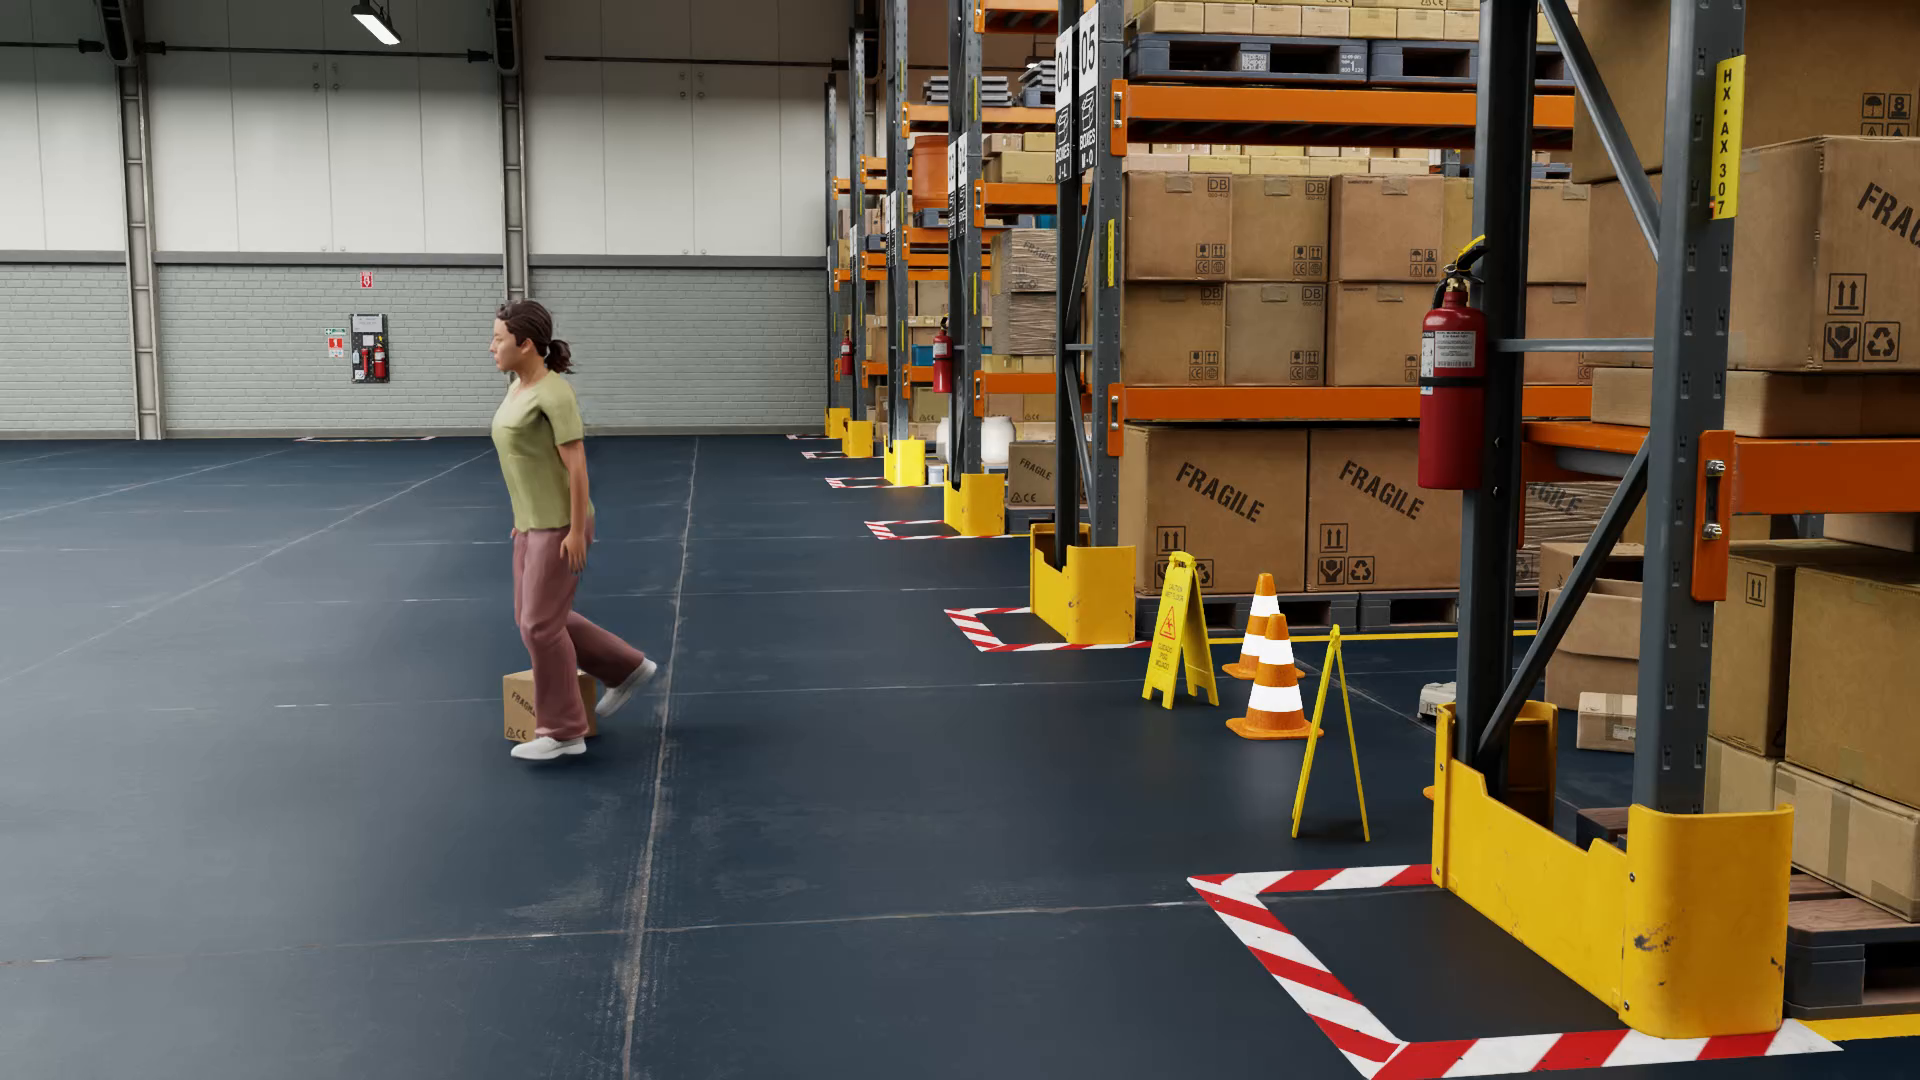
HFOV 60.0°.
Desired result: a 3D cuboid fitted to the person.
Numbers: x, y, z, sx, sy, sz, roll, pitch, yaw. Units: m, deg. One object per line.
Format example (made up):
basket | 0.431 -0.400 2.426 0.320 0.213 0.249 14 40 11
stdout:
person | -1.399 -0.045 6.126 0.644 1.654 0.502 -4 8 -33
